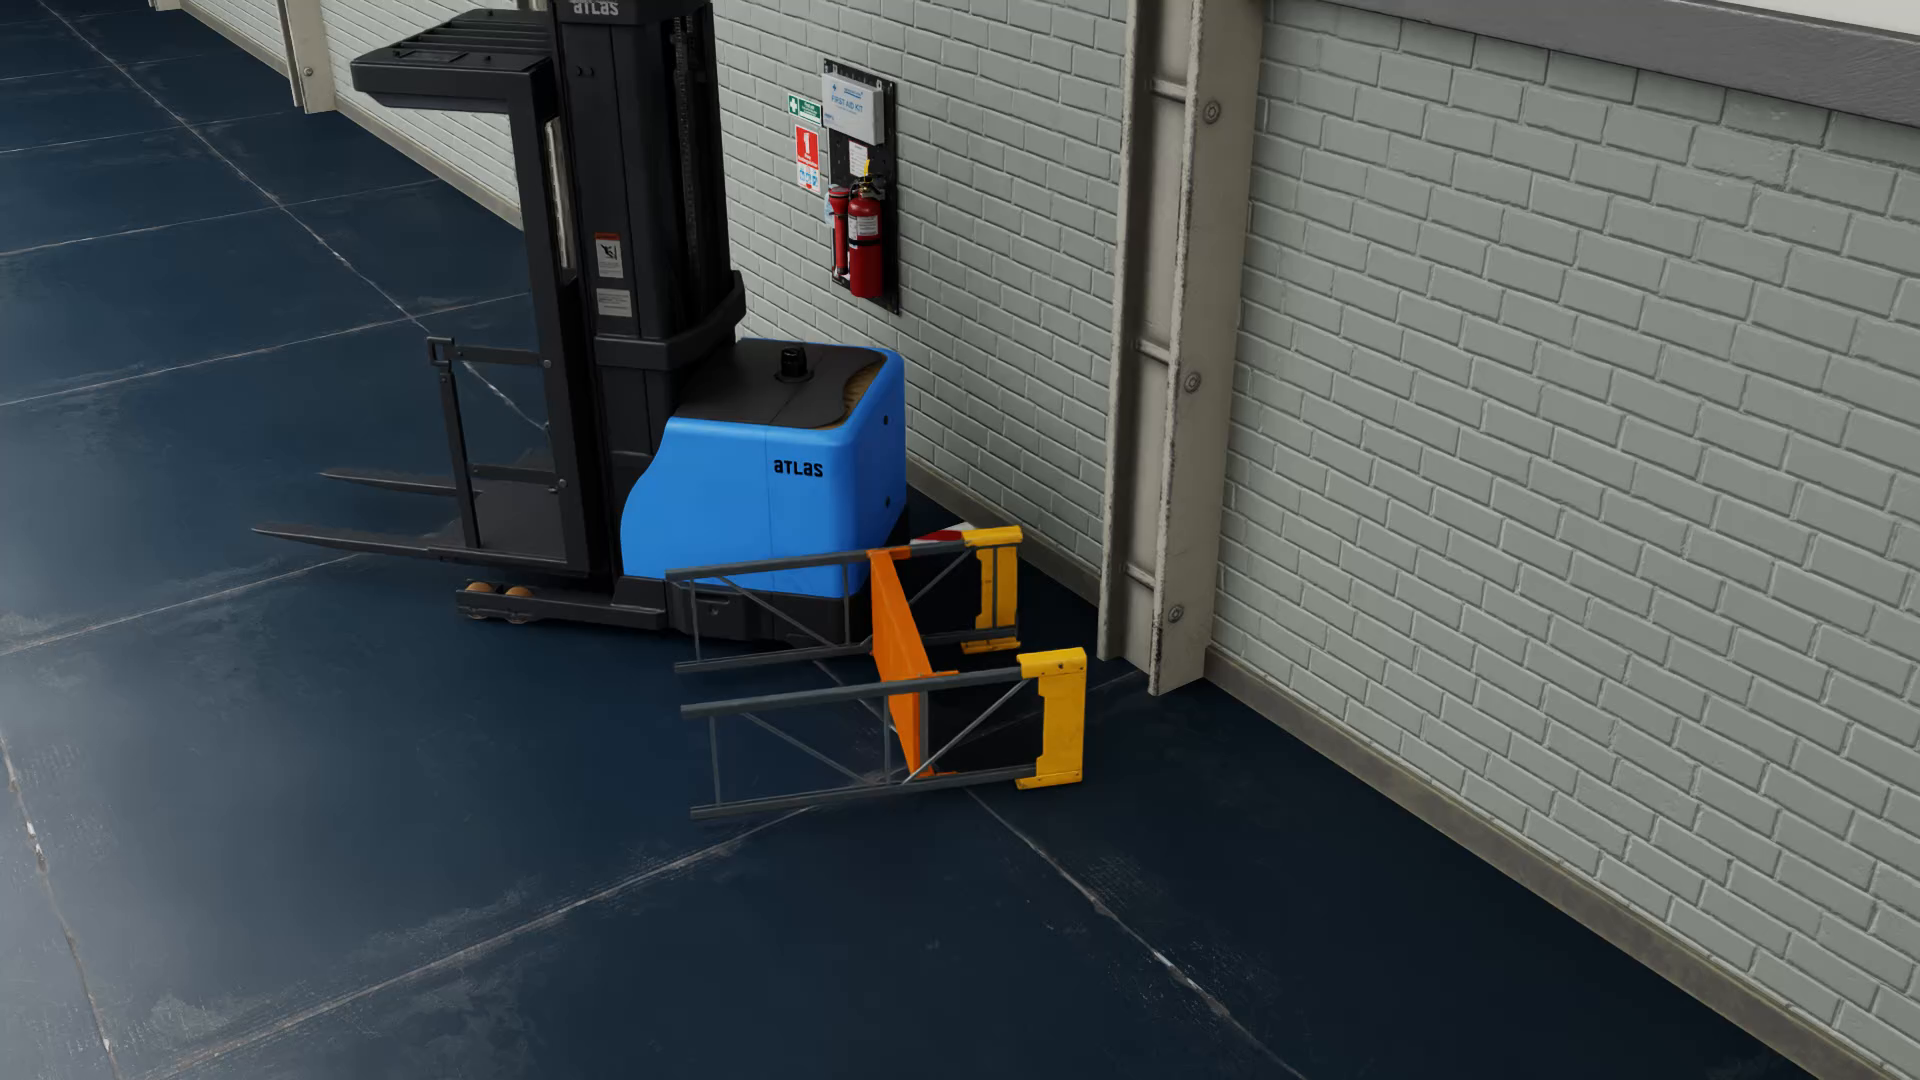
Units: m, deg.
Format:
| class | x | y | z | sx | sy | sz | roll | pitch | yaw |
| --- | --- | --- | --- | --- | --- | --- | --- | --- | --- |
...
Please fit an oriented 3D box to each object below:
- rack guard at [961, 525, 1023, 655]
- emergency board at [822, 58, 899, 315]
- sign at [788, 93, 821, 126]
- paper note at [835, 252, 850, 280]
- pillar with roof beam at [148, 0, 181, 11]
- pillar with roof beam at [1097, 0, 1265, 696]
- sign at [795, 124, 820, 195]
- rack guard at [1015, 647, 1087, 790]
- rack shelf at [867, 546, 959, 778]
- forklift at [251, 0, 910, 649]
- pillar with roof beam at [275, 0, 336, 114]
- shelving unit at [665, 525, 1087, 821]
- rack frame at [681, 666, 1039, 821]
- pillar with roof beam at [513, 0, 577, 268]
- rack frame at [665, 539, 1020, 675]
| class | x | y | z | sx | sy | sz | roll | pitch | yaw |
| --- | --- | --- | --- | --- | --- | --- | --- | --- | --- |
| rack guard | 0.135 | 0.220 | 7.202 | 0.250 | 0.587 | 0.087 | -6 | 29 | -11 |
| emergency board | -0.566 | -1.746 | 8.322 | 0.194 | 1.169 | 0.643 | -19 | 34 | -31 |
| sign | -0.807 | -2.234 | 8.627 | 0.001 | 0.109 | 0.331 | -19 | 34 | -31 |
| paper note | -0.612 | -1.447 | 8.694 | 0.016 | 0.148 | 0.142 | -19 | 34 | -31 |
| pillar with roof beam | -13.111 | -9.217 | 15.792 | 9.100 | 9.000 | 0.400 | -19 | 34 | -31 |
| pillar with roof beam | -2.670 | -2.219 | 2.907 | 9.100 | 9.000 | 0.400 | -19 | 34 | -31 |
| sign | -0.802 | -2.005 | 8.762 | 0.001 | 0.329 | 0.234 | -19 | 34 | -31 |
| rack guard | 0.343 | 0.685 | 6.346 | 0.250 | 0.587 | 0.087 | -6 | 29 | -11 |
| rack shelf | -0.198 | 0.493 | 6.700 | 0.185 | 0.538 | 1.000 | -6 | 29 | -11 |
| forklift | -1.812 | -1.145 | 7.287 | 3.031 | 2.935 | 1.130 | 6 | 29 | 11 |
| pillar with roof beam | -9.631 | -6.884 | 11.497 | 9.100 | 9.000 | 0.400 | -19 | 34 | -31 |
| shelving unit | -0.372 | 0.515 | 6.660 | 1.500 | 0.587 | 1.083 | -6 | 29 | -11 |
| rack frame | -0.268 | 0.748 | 6.231 | 1.500 | 0.500 | 0.032 | -6 | 29 | -11 |
| pillar with roof beam | -6.150 | -4.552 | 7.202 | 9.100 | 9.000 | 0.400 | -19 | 34 | -31 |
| rack frame | -0.481 | 0.273 | 7.104 | 1.500 | 0.500 | 0.032 | -6 | 29 | -11 |
